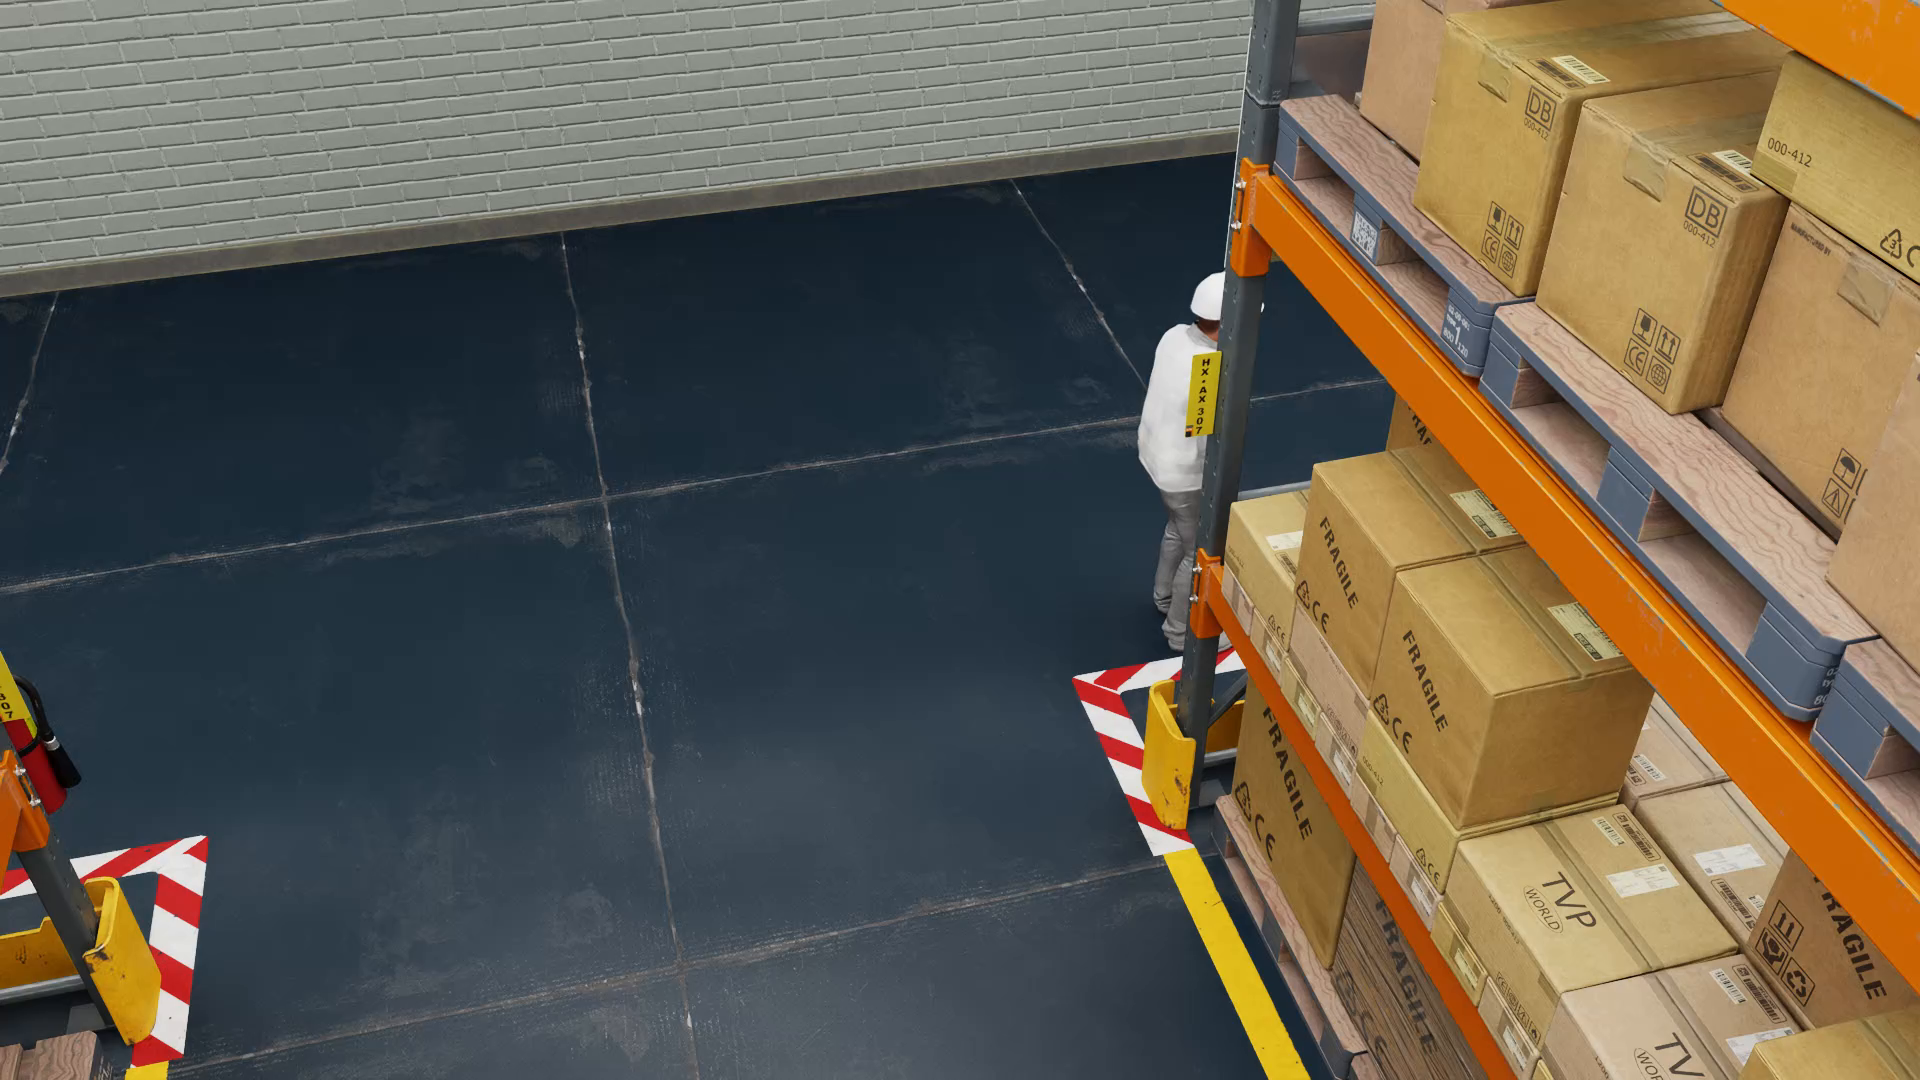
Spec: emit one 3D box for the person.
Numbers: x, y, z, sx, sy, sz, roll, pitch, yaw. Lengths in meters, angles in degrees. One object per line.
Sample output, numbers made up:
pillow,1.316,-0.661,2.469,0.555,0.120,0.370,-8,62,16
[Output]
person,1.000,-0.333,7.120,0.461,1.772,0.580,-9,39,-12
